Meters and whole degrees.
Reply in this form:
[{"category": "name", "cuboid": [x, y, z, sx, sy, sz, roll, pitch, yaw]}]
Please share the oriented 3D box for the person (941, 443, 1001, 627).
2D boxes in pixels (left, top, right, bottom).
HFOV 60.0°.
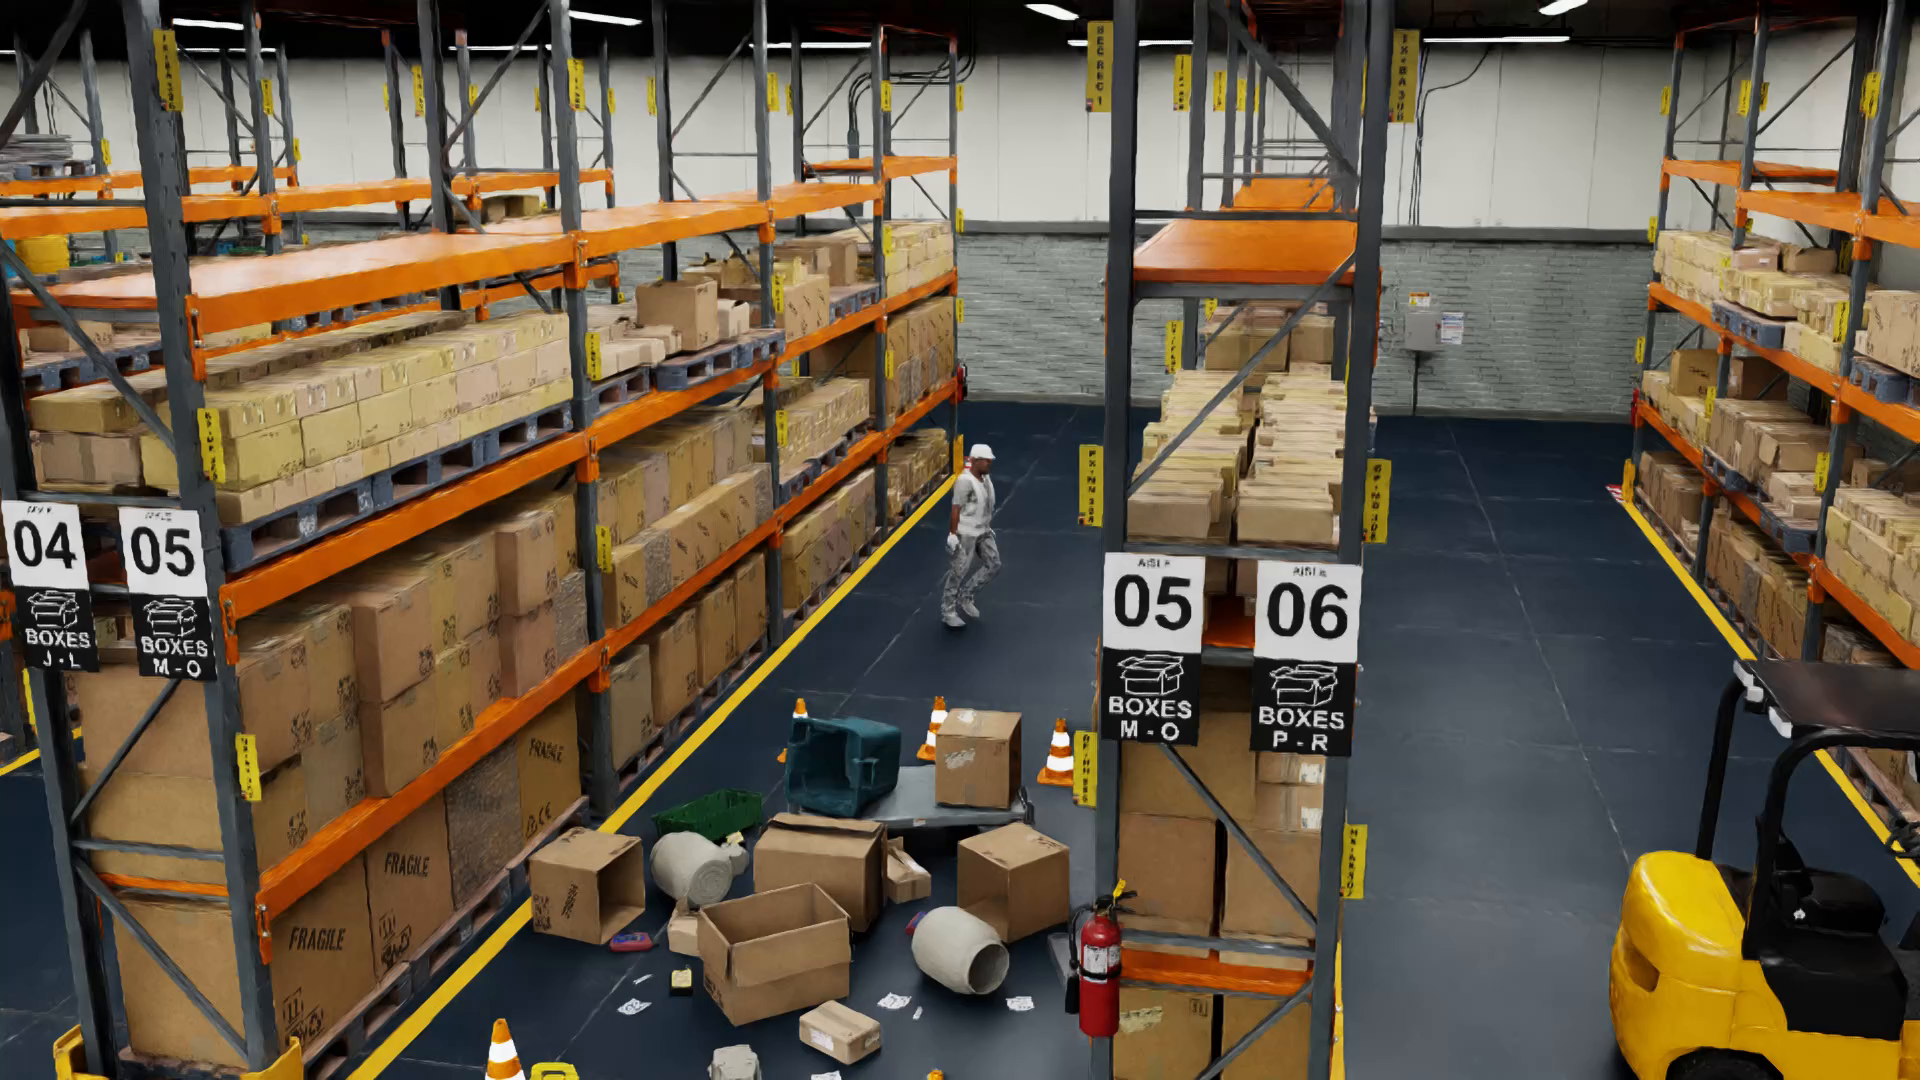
[{"category": "person", "cuboid": [0.115, -0.067, 16.138, 0.470, 1.758, 0.660, 8, 16, 27]}]
